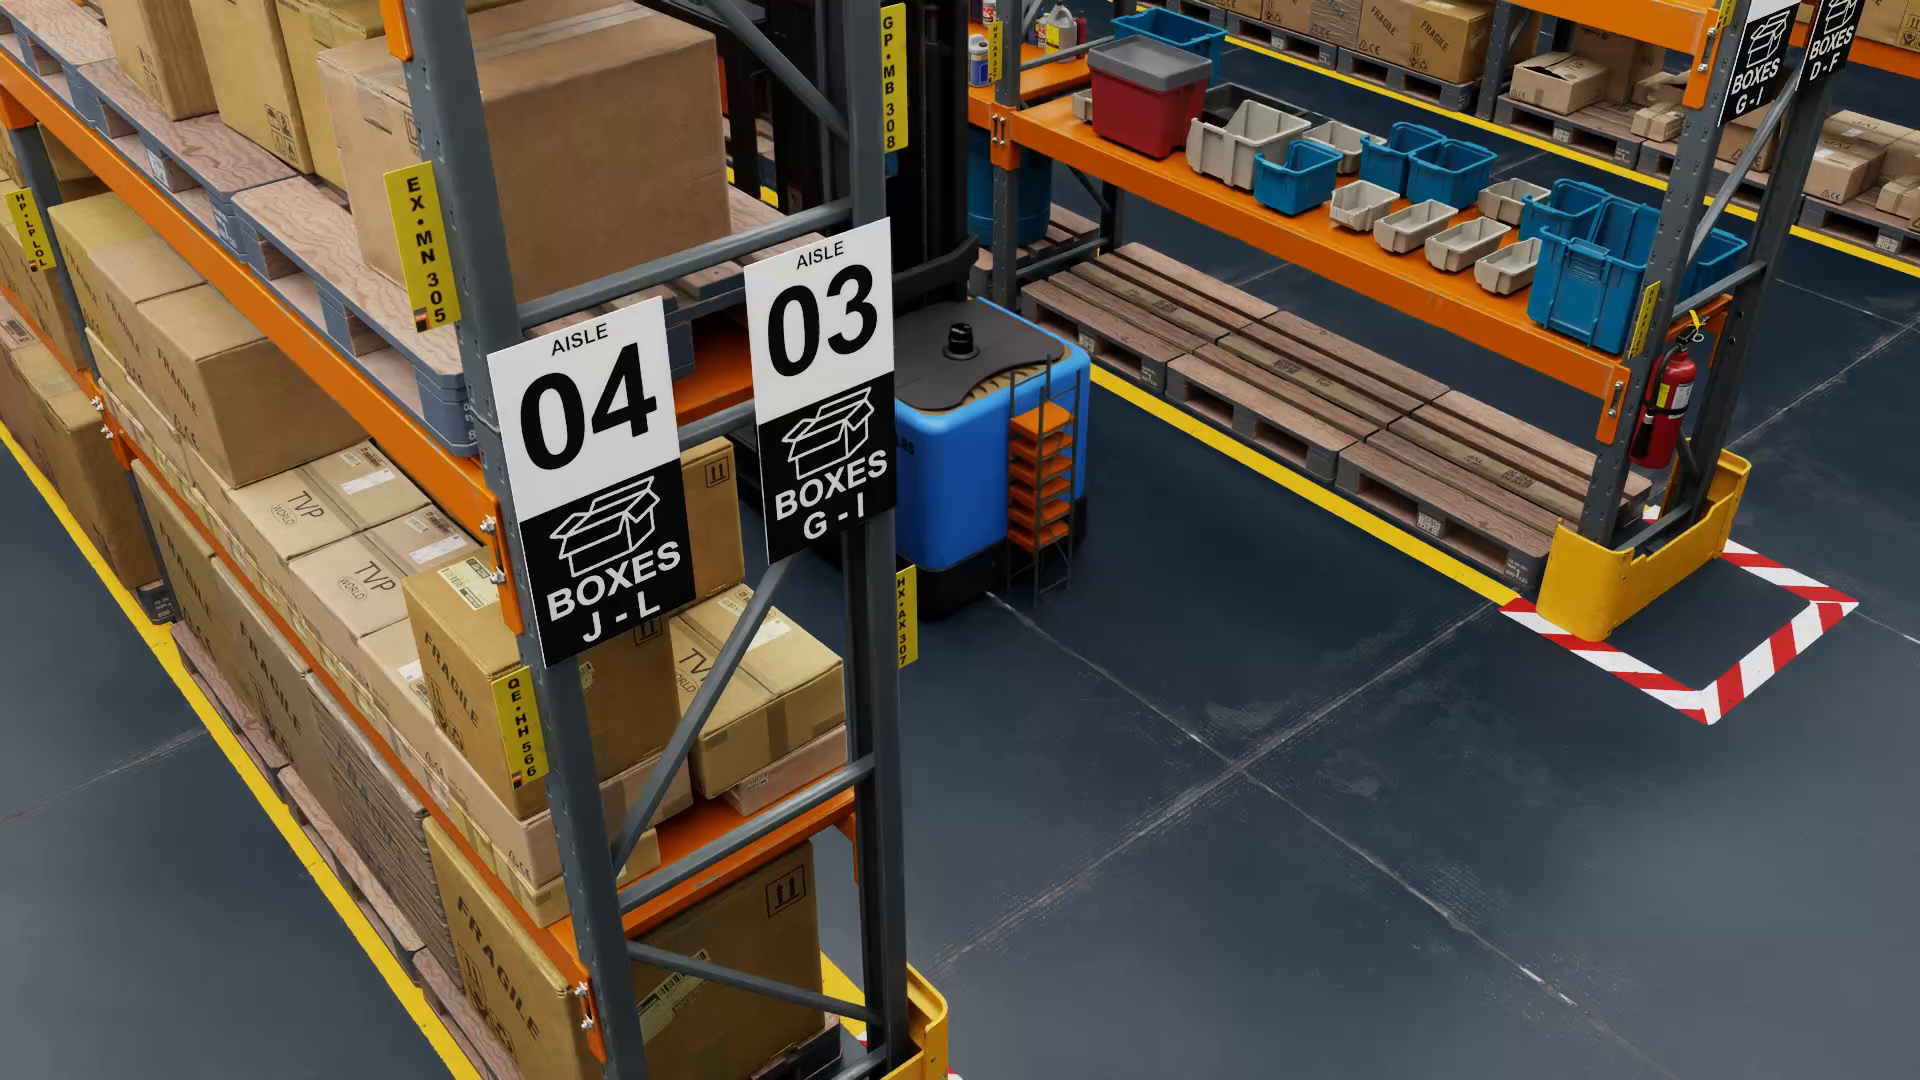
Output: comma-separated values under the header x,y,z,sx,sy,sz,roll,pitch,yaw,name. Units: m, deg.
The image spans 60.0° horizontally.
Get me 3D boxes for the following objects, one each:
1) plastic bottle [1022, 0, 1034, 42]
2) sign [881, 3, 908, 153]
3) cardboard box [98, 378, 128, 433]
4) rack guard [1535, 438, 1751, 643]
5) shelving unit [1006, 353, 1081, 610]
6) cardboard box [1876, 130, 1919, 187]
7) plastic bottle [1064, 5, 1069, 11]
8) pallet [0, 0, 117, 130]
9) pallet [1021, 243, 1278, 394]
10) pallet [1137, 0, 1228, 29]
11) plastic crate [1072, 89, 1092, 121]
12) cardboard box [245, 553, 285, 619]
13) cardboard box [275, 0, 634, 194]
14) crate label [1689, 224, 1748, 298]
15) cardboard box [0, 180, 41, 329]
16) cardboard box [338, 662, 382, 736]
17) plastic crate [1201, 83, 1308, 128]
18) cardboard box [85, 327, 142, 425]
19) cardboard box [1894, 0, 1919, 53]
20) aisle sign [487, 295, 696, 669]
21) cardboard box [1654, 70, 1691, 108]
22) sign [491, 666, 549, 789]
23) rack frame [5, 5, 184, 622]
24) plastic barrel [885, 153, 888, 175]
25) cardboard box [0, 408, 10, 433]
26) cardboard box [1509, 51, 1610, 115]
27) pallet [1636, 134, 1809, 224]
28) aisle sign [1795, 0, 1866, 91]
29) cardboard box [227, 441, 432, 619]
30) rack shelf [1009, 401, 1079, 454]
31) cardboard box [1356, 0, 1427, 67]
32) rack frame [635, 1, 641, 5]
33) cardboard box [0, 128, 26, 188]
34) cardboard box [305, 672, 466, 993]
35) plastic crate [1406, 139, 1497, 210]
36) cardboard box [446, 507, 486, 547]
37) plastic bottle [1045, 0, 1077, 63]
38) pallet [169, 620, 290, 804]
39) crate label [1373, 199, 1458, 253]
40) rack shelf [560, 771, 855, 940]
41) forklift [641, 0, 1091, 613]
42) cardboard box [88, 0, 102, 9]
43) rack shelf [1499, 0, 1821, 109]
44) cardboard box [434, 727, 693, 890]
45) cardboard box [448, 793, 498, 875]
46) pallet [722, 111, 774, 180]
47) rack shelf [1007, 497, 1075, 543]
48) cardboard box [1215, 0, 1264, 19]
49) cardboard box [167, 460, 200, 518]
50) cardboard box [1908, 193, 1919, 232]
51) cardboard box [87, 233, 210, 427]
x,y,z,sx,sy,sz,roll,pitch,yaw,name
0.373,-3.264,10.370,0.152,0.276,0.135,-26,43,-32,plastic bottle
-0.158,-1.010,3.661,0.100,0.325,0.005,-26,43,-32,sign
-3.230,-0.602,6.722,0.380,0.149,0.250,-26,43,-32,cardboard box
3.224,-0.014,7.838,1.175,0.500,0.348,-26,43,-32,rack guard
0.372,-0.247,7.561,0.258,1.200,0.189,-27,43,-33,shelving unit
6.528,-2.510,11.197,0.500,0.250,0.500,-26,43,-32,cardboard box
0.620,-3.139,10.187,0.061,0.283,0.133,-26,43,-32,plastic bottle
-2.647,-1.782,5.652,1.003,0.211,1.213,-26,43,-32,pallet
1.121,-1.358,9.985,1.003,0.211,1.213,-26,43,-32,pallet
2.275,-4.936,15.037,1.003,0.211,1.213,-26,43,-32,pallet
0.808,-2.464,9.311,0.396,0.136,0.243,-26,43,-32,plastic crate
-2.223,0.086,5.751,0.380,0.149,0.250,-27,44,-33,cardboard box
-1.233,-1.173,4.179,0.700,0.500,0.500,-28,44,-33,cardboard box
3.290,-1.228,7.482,0.416,0.233,0.303,-26,43,-32,crate label
-3.991,-1.325,7.440,0.500,0.500,0.500,-25,42,-30,cardboard box
-1.727,0.425,5.272,0.380,0.149,0.250,-27,43,-33,cardboard box
1.544,-2.324,9.123,0.437,0.125,0.590,-26,43,-32,plastic crate
-3.064,-0.714,6.535,0.500,0.250,0.500,-27,43,-33,cardboard box
6.150,-3.251,10.158,0.500,0.500,0.500,-26,43,-31,cardboard box
-0.768,-0.110,3.561,0.394,0.787,0.004,-26,43,-32,aisle sign
5.472,-3.257,12.200,0.500,0.311,0.500,-26,43,-32,cardboard box
-1.009,0.434,3.835,0.100,0.325,0.005,-26,43,-32,sign
-3.167,-0.959,7.009,1.000,3.000,0.127,-26,43,-32,rack frame
-0.474,-2.804,11.403,0.421,0.512,0.421,0,35,0,plastic barrel
-4.749,-1.320,8.994,1.225,0.875,0.875,-26,43,-32,cardboard box
4.509,-3.468,12.498,0.500,0.311,0.500,-26,43,-32,cardboard box
5.637,-2.672,11.840,1.003,0.211,1.213,-26,43,-32,pallet
3.472,-2.180,6.484,0.394,0.787,0.004,-26,43,-32,aisle sign
-2.096,-0.045,5.591,0.500,0.250,0.500,-26,43,-32,cardboard box
0.372,-0.505,7.379,0.258,0.103,0.180,-27,43,-33,rack shelf
3.553,-4.144,13.288,0.500,0.500,0.500,-26,43,-32,cardboard box
-1.964,-4.572,12.111,1.000,3.000,0.127,-26,43,-32,rack frame
-4.019,-1.995,7.518,0.797,0.503,0.637,-26,43,-31,cardboard box
-1.647,0.848,5.932,0.875,0.875,0.875,-26,43,-32,cardboard box
2.441,-1.810,8.303,0.416,0.233,0.300,-26,43,-32,plastic crate
-1.351,-0.016,5.550,0.500,0.250,0.500,-28,44,-33,cardboard box
0.611,-3.080,10.047,0.144,0.351,0.185,-26,43,-32,plastic bottle
-2.736,0.544,7.299,1.003,0.211,1.213,-26,43,-32,pallet
2.159,-1.497,7.944,0.396,0.136,0.243,-26,43,-32,crate label
-1.876,0.138,5.913,0.919,0.124,3.809,-26,43,-32,rack shelf
-0.737,-1.631,8.017,1.130,2.935,3.031,-27,43,-33,forklift
-2.616,-2.113,5.506,0.700,0.500,0.500,-29,44,-34,cardboard box
1.908,-2.854,7.711,1.077,0.370,4.000,-26,43,-32,rack shelf
-1.101,0.632,4.635,0.500,0.250,0.500,-27,43,-32,cardboard box
-1.236,0.761,4.797,0.380,0.149,0.250,-26,43,-31,cardboard box
-1.424,-3.102,12.447,1.003,0.211,1.213,-26,43,-32,pallet
0.372,-0.113,7.656,0.258,0.103,0.180,-27,43,-33,rack shelf
2.559,-4.818,14.239,0.500,0.500,0.500,-27,43,-32,cardboard box
-2.719,-0.254,6.231,0.380,0.149,0.250,-27,44,-33,cardboard box
6.445,-2.194,10.534,0.500,0.500,0.500,-26,43,-32,cardboard box
-2.741,-0.798,6.005,0.500,0.500,0.500,-26,43,-32,cardboard box
